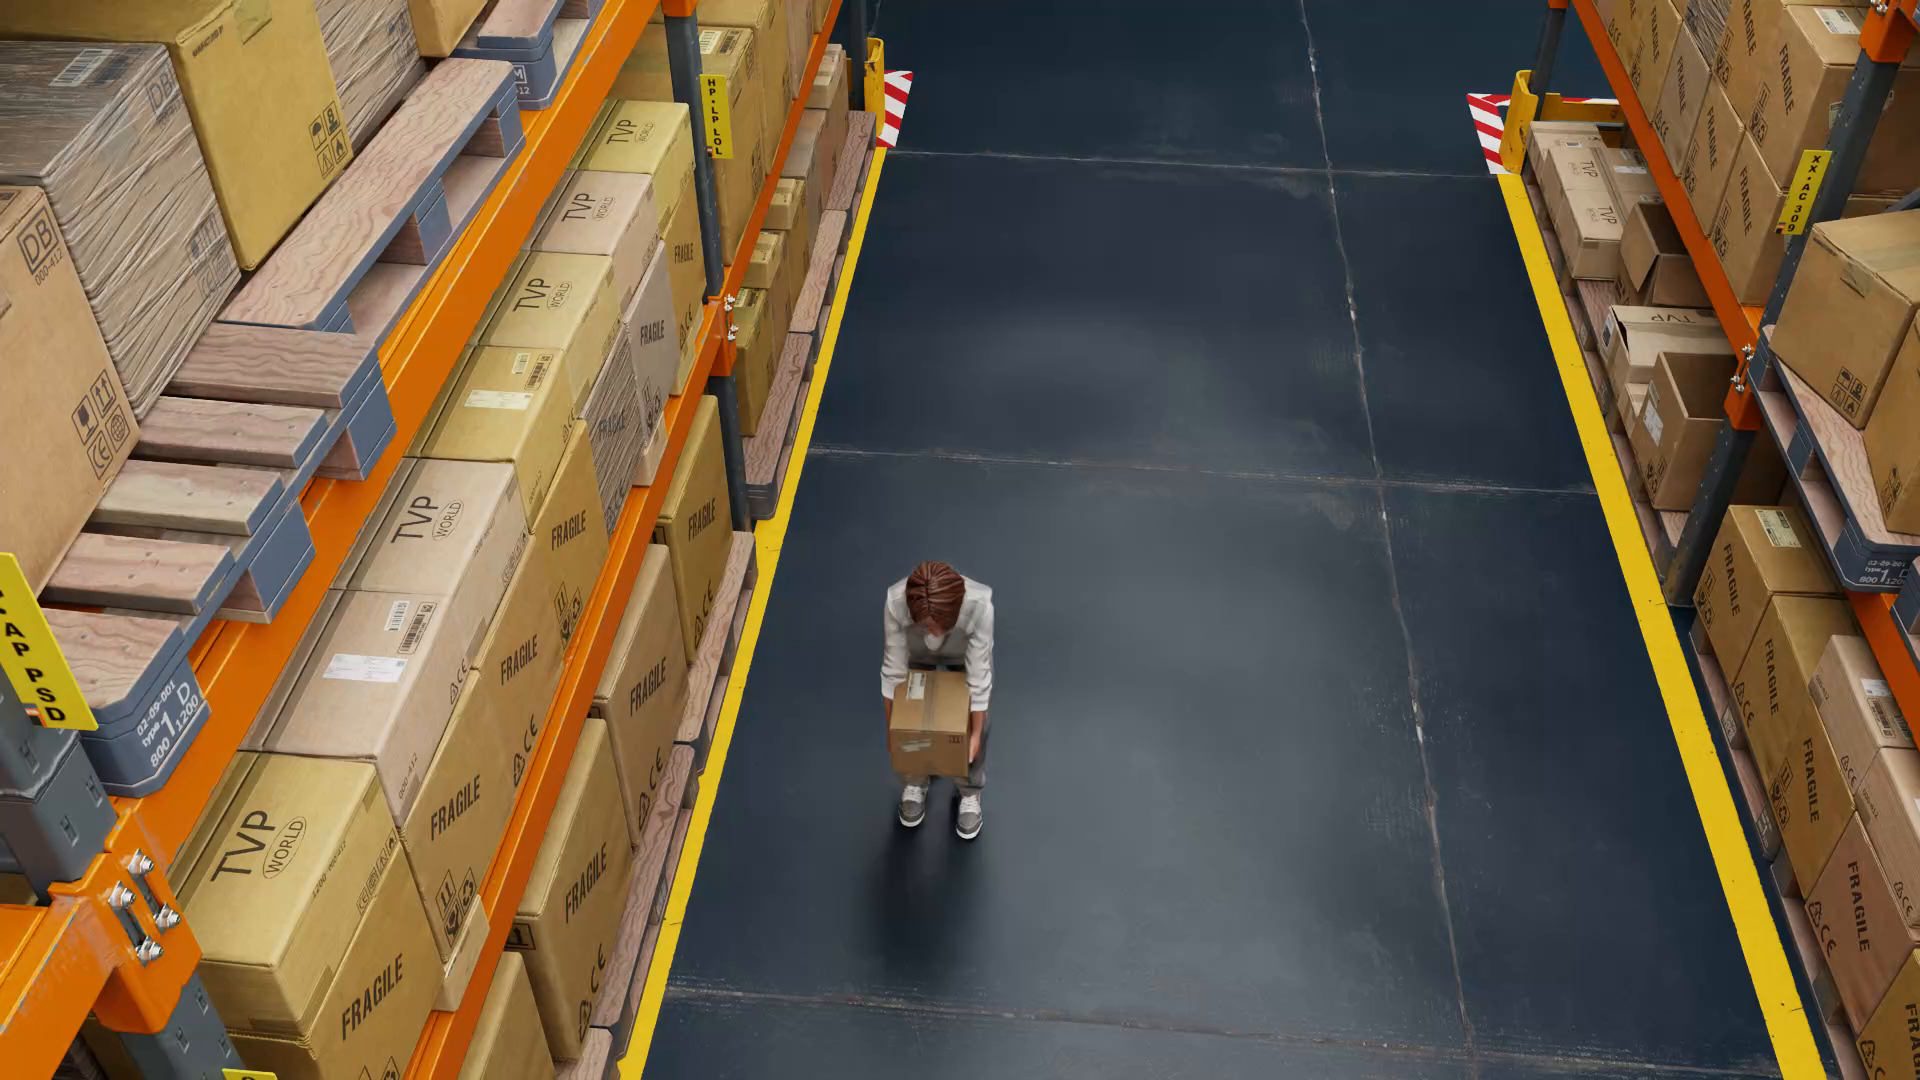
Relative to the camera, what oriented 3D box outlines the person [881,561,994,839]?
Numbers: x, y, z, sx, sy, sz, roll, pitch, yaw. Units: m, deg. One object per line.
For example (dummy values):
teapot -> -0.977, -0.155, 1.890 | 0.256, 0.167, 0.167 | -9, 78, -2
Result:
person -> -0.073, 0.511, 5.680 | 0.379, 1.459, 0.645 | 3, 41, 4
